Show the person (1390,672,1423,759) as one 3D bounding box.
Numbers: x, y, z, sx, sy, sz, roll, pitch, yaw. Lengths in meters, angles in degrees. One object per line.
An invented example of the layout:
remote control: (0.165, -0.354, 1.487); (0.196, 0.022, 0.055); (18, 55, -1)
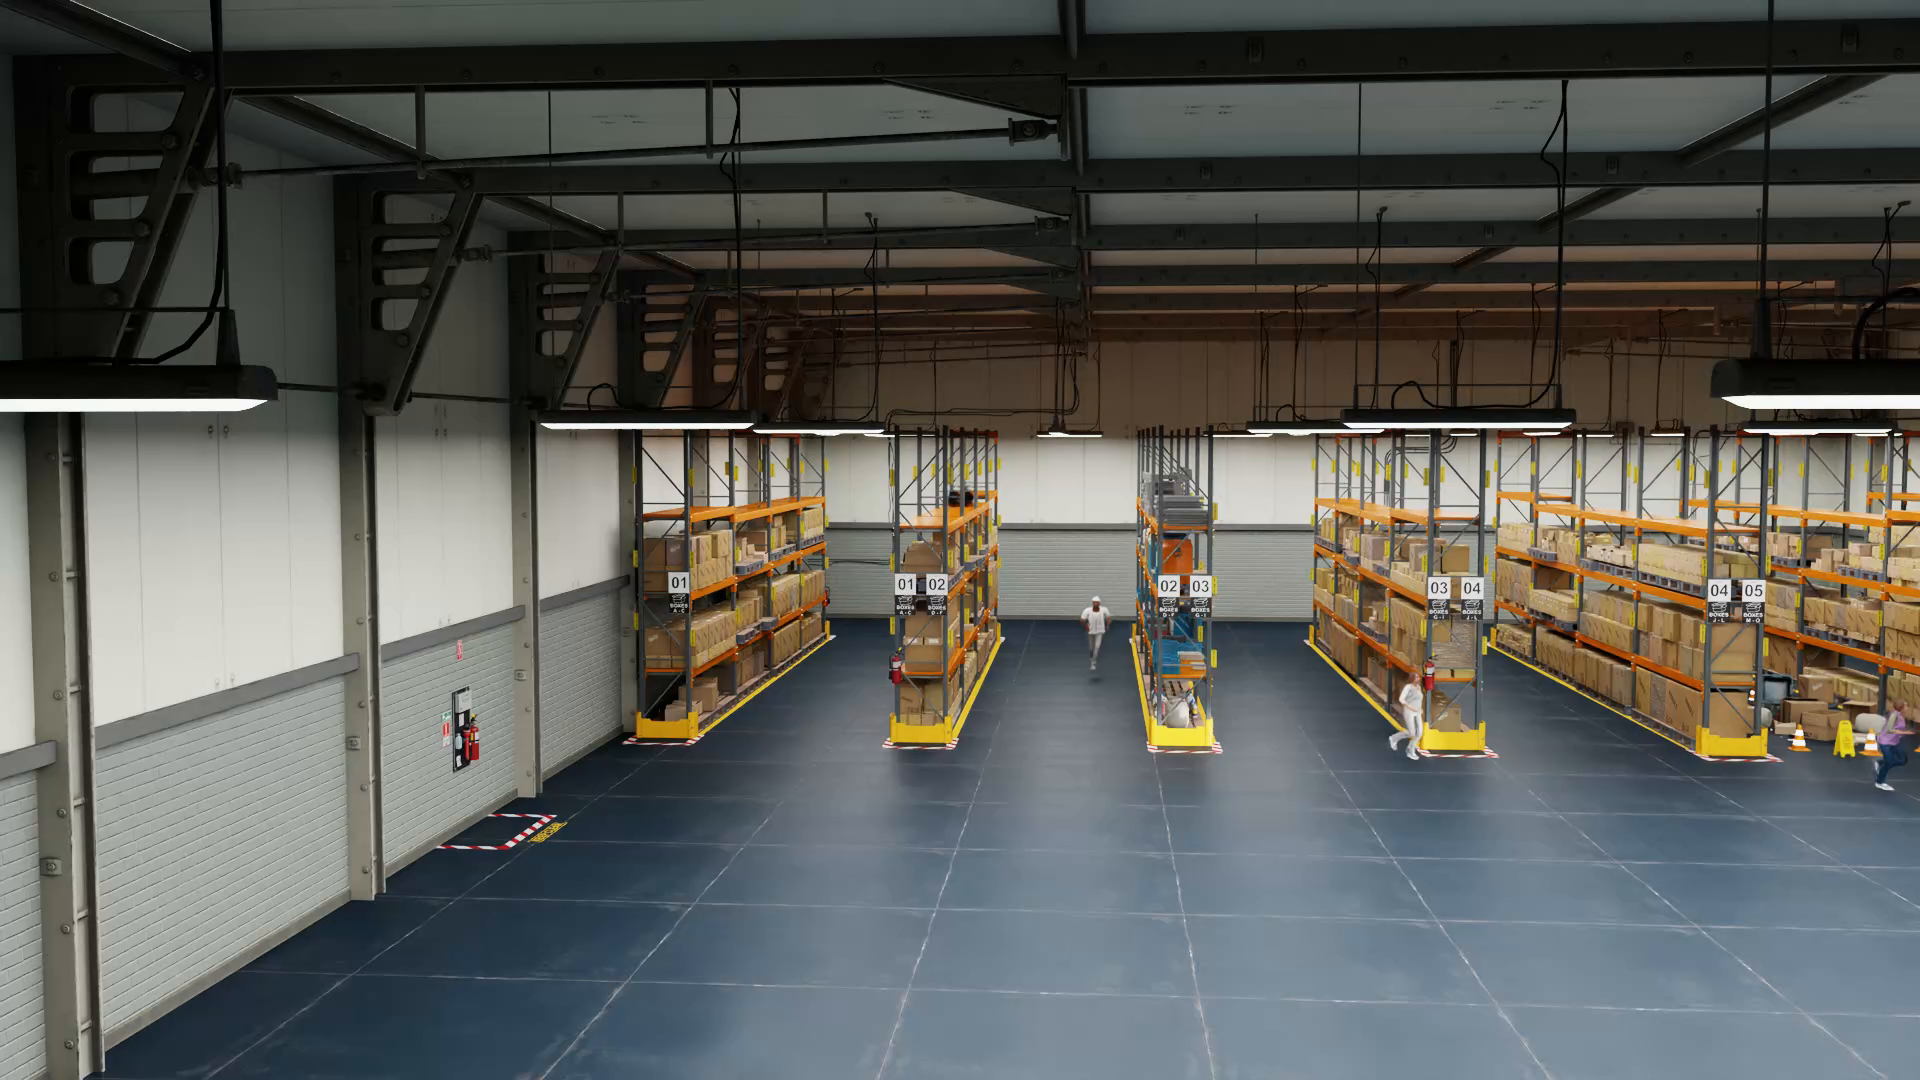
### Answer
person: (8.120, 3.151, 30.046); (0.559, 1.552, 0.608); (-3, 4, -37)

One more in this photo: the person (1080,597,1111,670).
person: (3.238, 2.216, 39.733); (0.726, 1.751, 0.864); (0, 3, 5)

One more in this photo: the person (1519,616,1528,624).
person: (16.202, 2.011, 47.408); (0.722, 1.829, 0.670); (0, 3, 5)

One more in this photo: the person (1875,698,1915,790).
person: (15.248, 3.331, 27.111); (0.517, 1.531, 0.640); (-2, 4, -33)
